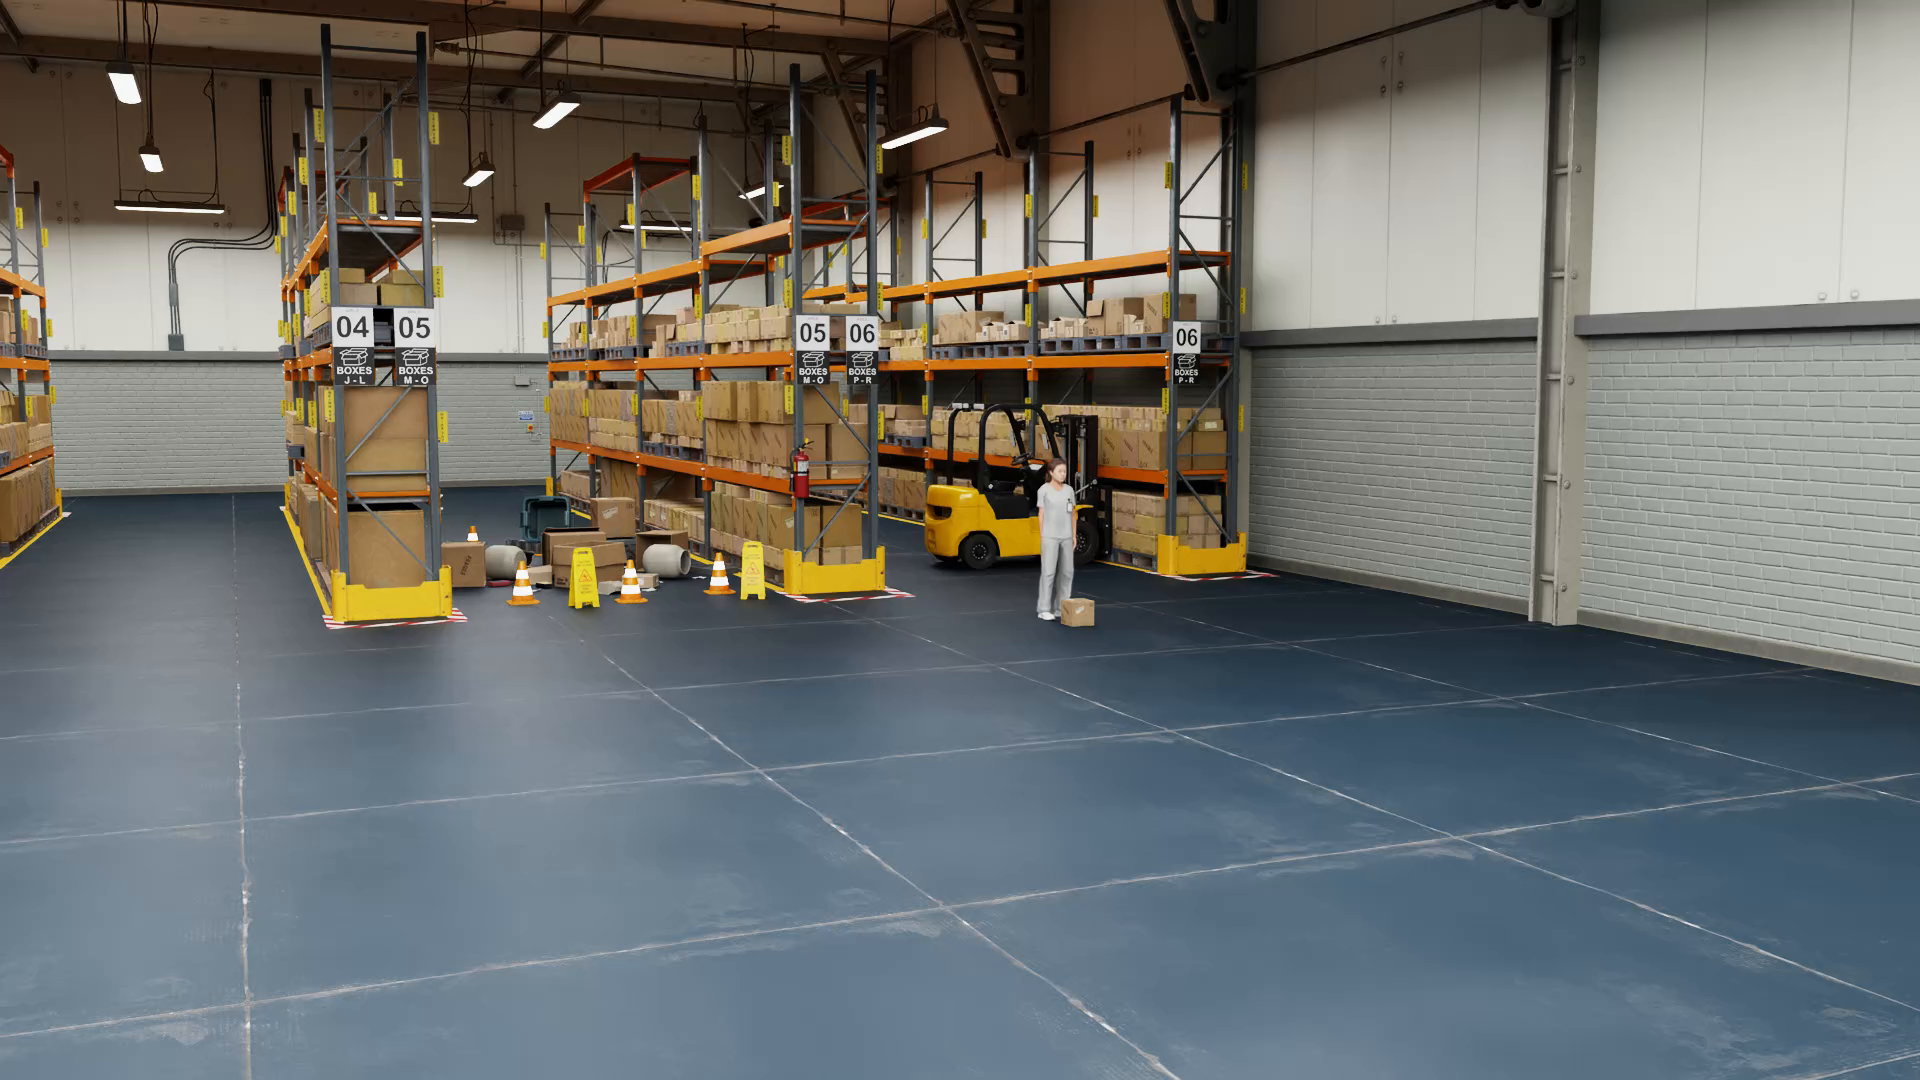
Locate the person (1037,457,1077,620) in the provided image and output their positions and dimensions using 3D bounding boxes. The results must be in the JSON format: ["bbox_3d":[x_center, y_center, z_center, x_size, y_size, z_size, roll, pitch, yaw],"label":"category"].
[{"bbox_3d":[1.001,-0.014,17.179,0.438,1.678,0.363,-2,6,-22],"label":"person"}]
